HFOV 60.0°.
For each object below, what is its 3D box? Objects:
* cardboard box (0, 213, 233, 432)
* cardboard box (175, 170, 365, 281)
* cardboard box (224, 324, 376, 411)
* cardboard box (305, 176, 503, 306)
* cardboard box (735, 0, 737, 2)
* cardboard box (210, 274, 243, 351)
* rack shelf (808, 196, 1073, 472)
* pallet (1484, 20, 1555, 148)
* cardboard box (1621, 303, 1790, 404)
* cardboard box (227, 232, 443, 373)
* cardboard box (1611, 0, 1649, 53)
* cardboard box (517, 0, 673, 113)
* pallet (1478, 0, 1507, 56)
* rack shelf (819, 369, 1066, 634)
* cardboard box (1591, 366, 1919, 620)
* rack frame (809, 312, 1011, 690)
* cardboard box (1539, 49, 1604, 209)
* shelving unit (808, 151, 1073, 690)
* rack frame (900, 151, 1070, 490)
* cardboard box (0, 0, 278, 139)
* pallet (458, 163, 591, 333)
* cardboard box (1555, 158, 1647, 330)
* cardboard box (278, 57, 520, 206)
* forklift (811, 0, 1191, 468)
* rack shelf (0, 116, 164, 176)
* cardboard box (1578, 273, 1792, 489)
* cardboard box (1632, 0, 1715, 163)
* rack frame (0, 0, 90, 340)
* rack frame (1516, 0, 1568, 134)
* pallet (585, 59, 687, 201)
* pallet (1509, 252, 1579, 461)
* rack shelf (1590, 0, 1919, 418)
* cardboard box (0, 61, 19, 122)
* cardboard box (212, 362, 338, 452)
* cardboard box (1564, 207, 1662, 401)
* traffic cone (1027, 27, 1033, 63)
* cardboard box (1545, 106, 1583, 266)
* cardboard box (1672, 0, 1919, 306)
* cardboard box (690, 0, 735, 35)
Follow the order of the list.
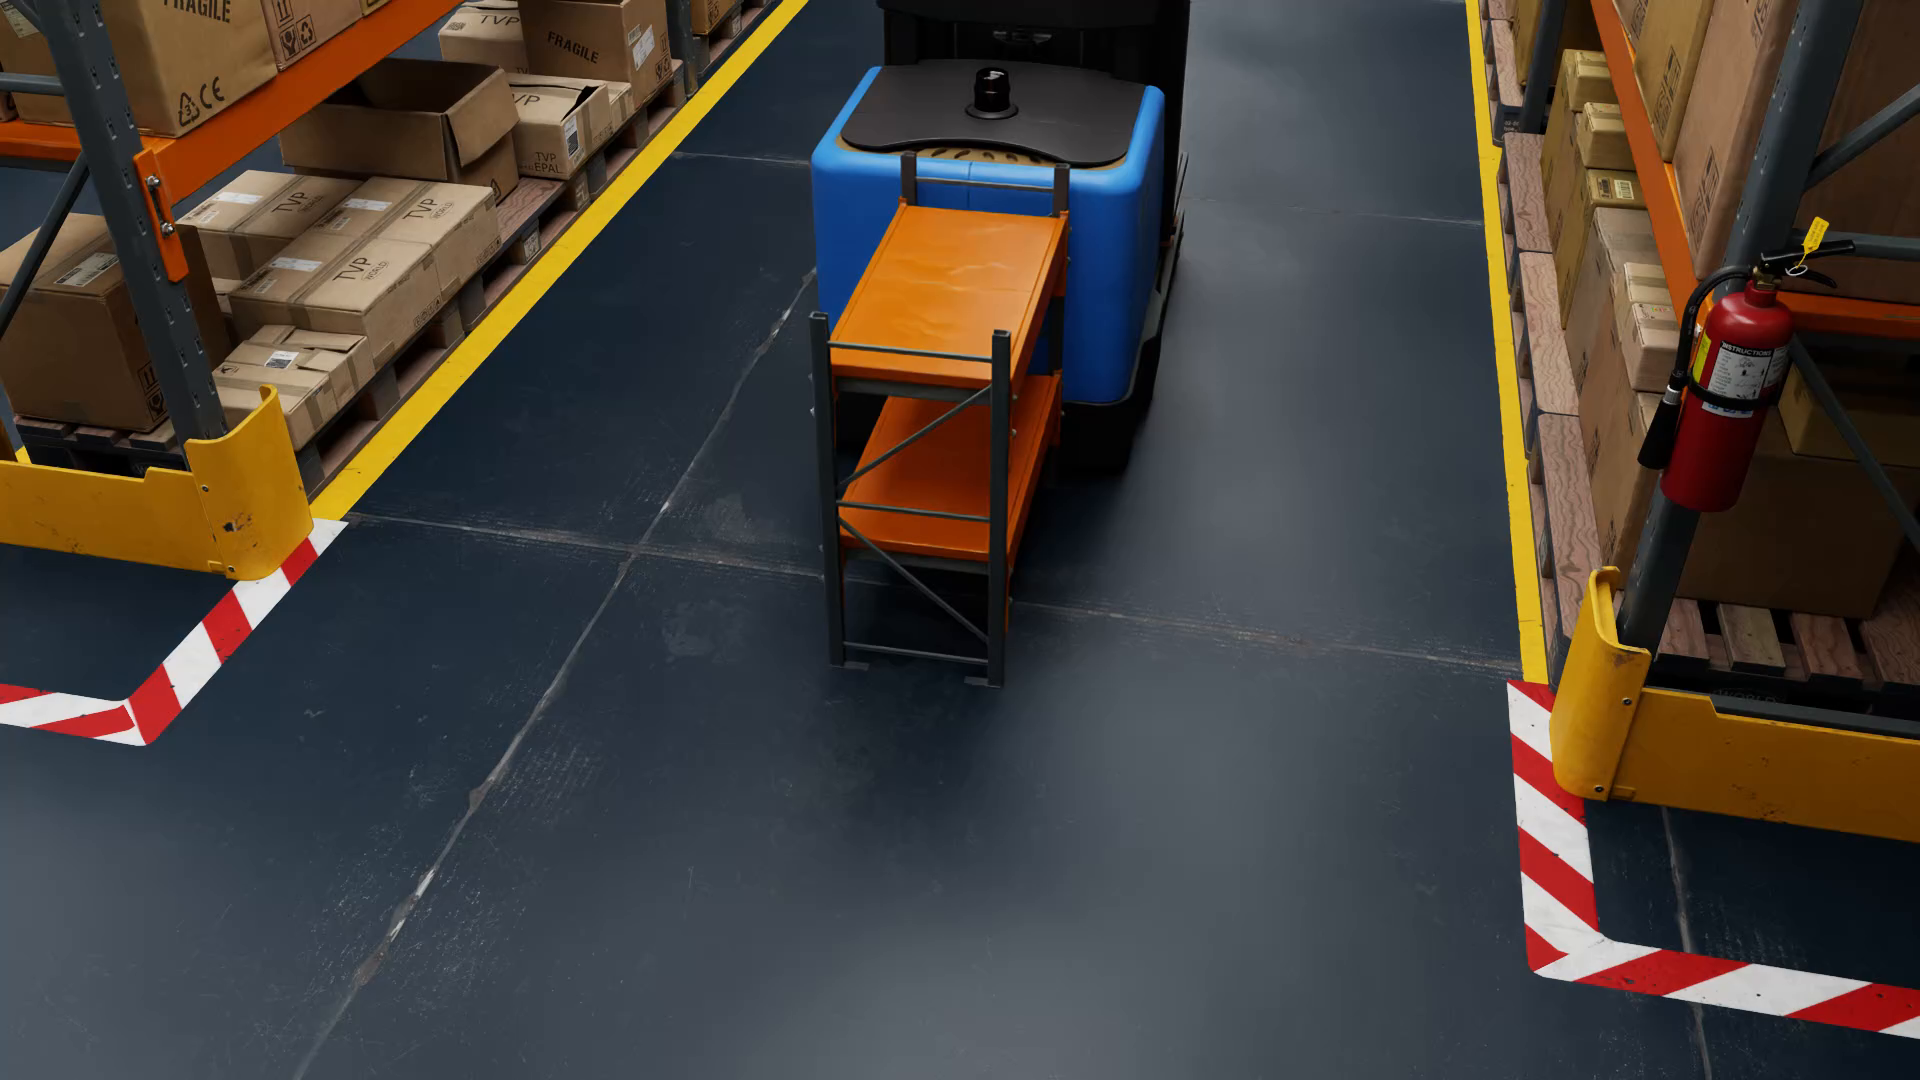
[{"bbox_3d":[-2.796,-0.718,5.440,0.500,0.500,0.500,7,37,10],"label":"cardboard box"},{"bbox_3d":[-2.564,-1.158,6.260,0.500,0.250,0.500,7,37,10],"label":"cardboard box"},{"bbox_3d":[-2.193,-0.581,5.535,0.380,0.166,0.250,7,37,10],"label":"cardboard box"},{"bbox_3d":[-2.065,-1.124,6.213,0.500,0.250,0.500,7,37,10],"label":"cardboard box"},{"bbox_3d":[-1.373,-3.223,8.896,0.500,0.500,0.500,8,37,11],"label":"cardboard box"},{"bbox_3d":[-2.622,-0.804,5.843,0.380,0.166,0.250,7,37,10],"label":"cardboard box"},{"bbox_3d":[-0.026,-0.602,4.624,0.538,0.278,1.000,7,36,9],"label":"rack shelf"},{"bbox_3d":[3.114,-2.207,8.115,1.003,0.211,1.213,7,37,10],"label":"pallet"},{"bbox_3d":[2.070,-0.522,4.633,0.380,0.149,0.250,7,37,9],"label":"cardboard box"},{"bbox_3d":[-2.172,-0.837,5.817,0.500,0.250,0.500,7,37,10],"label":"cardboard box"},{"bbox_3d":[2.584,-1.861,5.005,0.980,0.700,0.700,6,36,8],"label":"cardboard box"},{"bbox_3d":[-1.662,-2.307,7.632,0.500,0.500,0.500,7,37,10],"label":"cardboard box"},{"bbox_3d":[3.372,-2.908,9.083,1.003,0.211,1.213,7,37,10],"label":"pallet"},{"bbox_3d":[-0.026,-0.167,4.939,0.538,0.278,1.000,7,36,9],"label":"rack shelf"},{"bbox_3d":[2.220,-0.163,4.691,0.700,0.500,0.500,7,37,10],"label":"cardboard box"},{"bbox_3d":[-0.124,-0.073,4.392,0.500,1.125,0.032,7,36,9],"label":"rack frame"},{"bbox_3d":[2.763,-1.626,6.710,0.700,0.500,0.500,8,37,11],"label":"cardboard box"},{"bbox_3d":[-0.026,-0.365,4.796,0.538,1.125,1.048,7,36,9],"label":"shelving unit"},{"bbox_3d":[0.073,-0.658,5.199,0.500,1.125,0.032,7,36,9],"label":"rack frame"},{"bbox_3d":[-2.319,-1.472,4.639,0.500,0.500,0.500,8,37,11],"label":"cardboard box"},{"bbox_3d":[-2.224,-1.279,6.835,1.003,0.211,1.213,7,37,10],"label":"pallet"},{"bbox_3d":[2.540,-1.045,5.907,0.700,0.500,0.500,8,37,11],"label":"cardboard box"},{"bbox_3d":[-2.214,-1.593,6.644,0.797,0.503,0.637,7,37,10],"label":"cardboard box"},{"bbox_3d":[0.316,-2.285,5.906,1.130,2.935,3.031,7,36,9],"label":"forklift"},{"bbox_3d":[-2.245,-2.144,6.099,0.919,0.124,3.809,7,37,10],"label":"rack shelf"},{"bbox_3d":[2.327,-0.450,5.086,0.700,0.500,0.500,7,37,10],"label":"cardboard box"},{"bbox_3d":[2.412,-1.425,4.404,0.980,0.700,0.700,7,37,10],"label":"cardboard box"},{"bbox_3d":[-2.669,-1.209,4.363,0.949,2.616,0.053,7,37,10],"label":"rack frame"},{"bbox_3d":[3.023,-2.884,6.673,1.000,3.000,0.127,7,37,10],"label":"rack frame"},{"bbox_3d":[-1.965,-1.980,7.802,1.003,0.211,1.213,7,37,10],"label":"pallet"},{"bbox_3d":[2.525,-0.627,5.936,1.003,0.211,1.213,7,37,10],"label":"pallet"},{"bbox_3d":[2.596,-1.446,5.303,1.077,0.370,4.000,7,37,10],"label":"rack shelf"},{"bbox_3d":[-2.842,-1.541,4.735,0.500,0.500,0.500,8,37,11],"label":"cardboard box"},{"bbox_3d":[-2.247,-0.431,5.342,0.380,0.149,0.250,7,37,10],"label":"cardboard box"},{"bbox_3d":[2.434,-0.738,5.484,0.700,0.500,0.500,6,36,8],"label":"cardboard box"},{"bbox_3d":[0.261,-1.704,5.755,0.062,1.202,0.307,7,37,10],"label":"traffic cone"},{"bbox_3d":[2.652,-1.339,6.313,0.700,0.500,0.500,7,37,9],"label":"cardboard box"},{"bbox_3d":[2.267,-1.006,3.826,0.980,0.700,0.700,9,37,12],"label":"cardboard box"},{"bbox_3d":[-1.476,-2.916,8.472,0.500,0.500,0.500,6,36,8],"label":"cardboard box"}]
